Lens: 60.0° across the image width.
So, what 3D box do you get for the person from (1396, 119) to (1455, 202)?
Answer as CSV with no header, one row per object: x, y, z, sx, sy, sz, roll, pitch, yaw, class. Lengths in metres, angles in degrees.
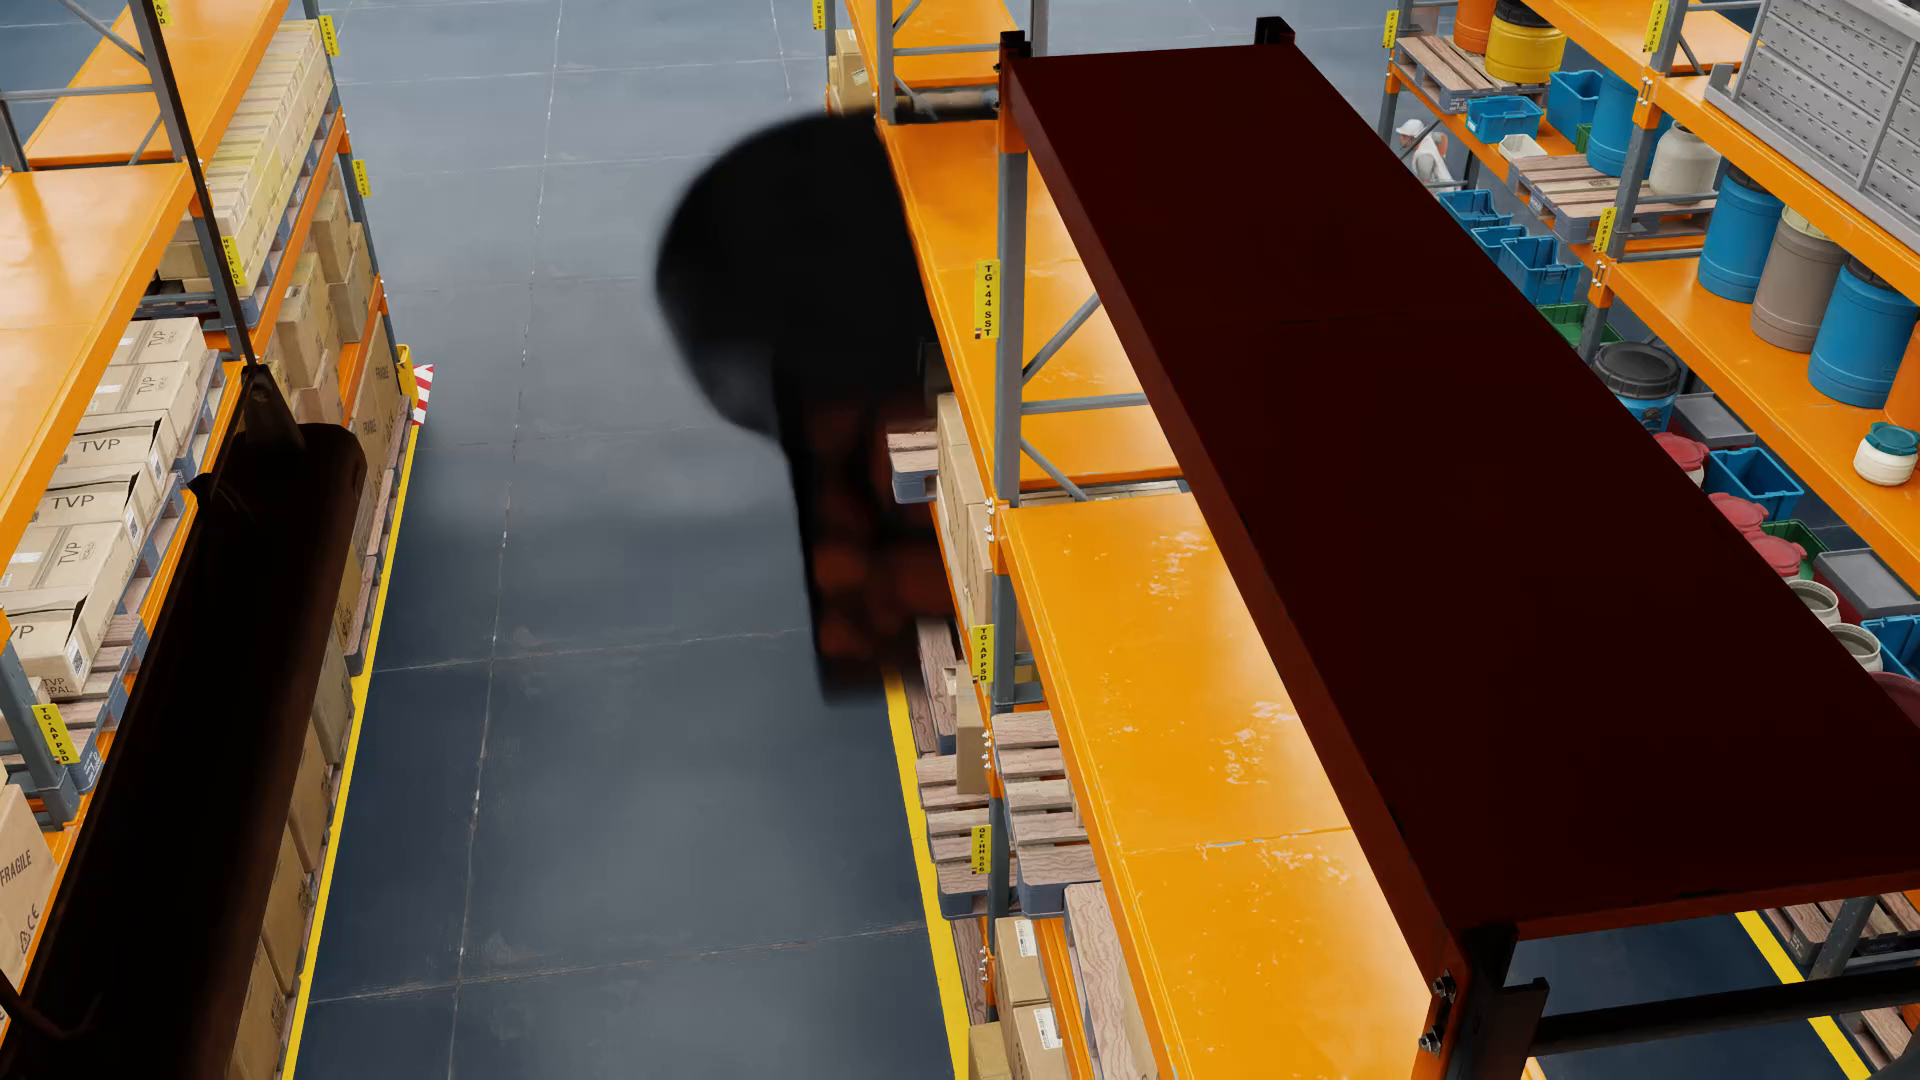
4.757,-3.426,16.749,0.980,1.670,0.713,6,37,8,person
